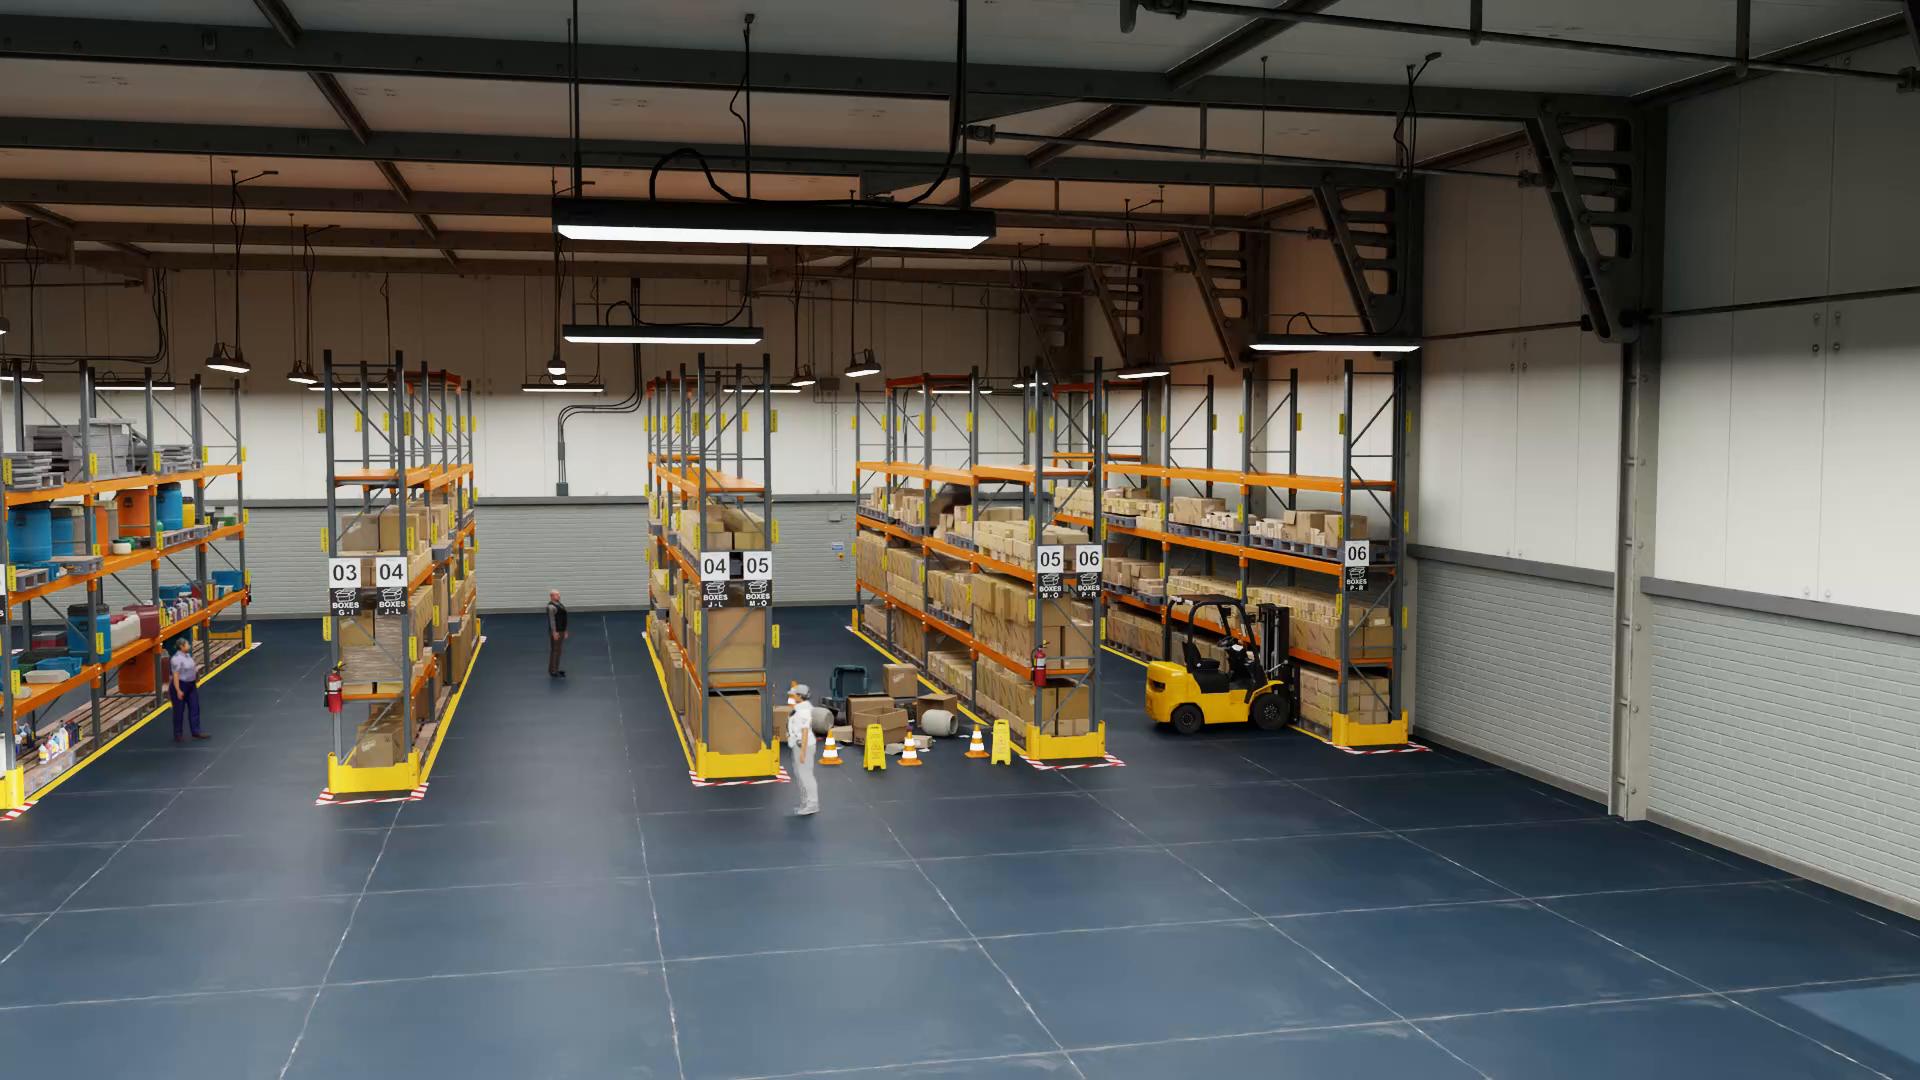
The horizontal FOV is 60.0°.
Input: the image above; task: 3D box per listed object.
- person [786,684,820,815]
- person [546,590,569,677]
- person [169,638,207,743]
[{"bbox_3d":[-2.042,2.697,21.404,0.410,1.701,0.628,-1,4,-17],"label":"person"},{"bbox_3d":[-8.005,1.857,33.101,0.409,1.748,0.564,-1,4,-7],"label":"person"},{"bbox_3d":[-12.233,2.367,26.260,0.399,1.650,0.561,2,4,22],"label":"person"}]
